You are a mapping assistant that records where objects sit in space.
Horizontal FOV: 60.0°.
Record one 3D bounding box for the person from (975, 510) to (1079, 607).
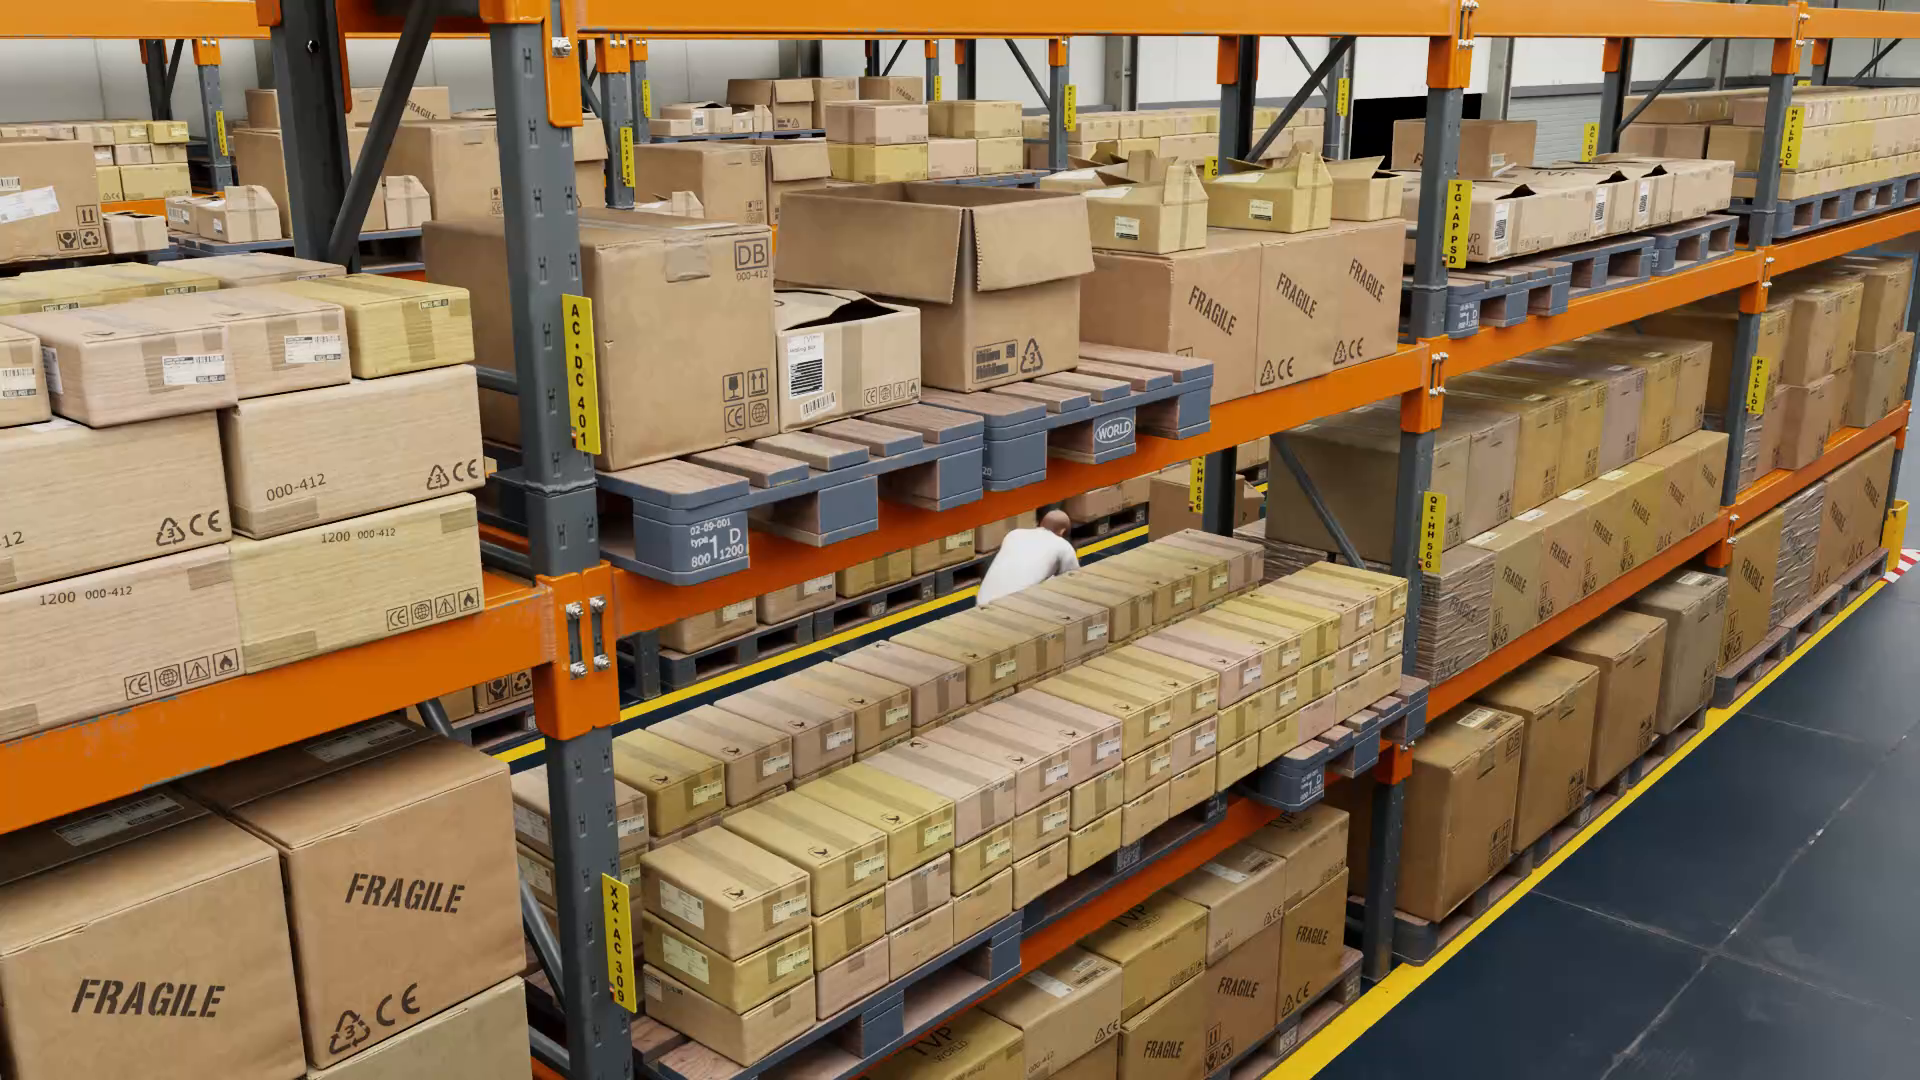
[{"bbox_3d":[0.451,0.386,10.629,0.612,1.004,0.895,14,22,39],"label":"person"}]
